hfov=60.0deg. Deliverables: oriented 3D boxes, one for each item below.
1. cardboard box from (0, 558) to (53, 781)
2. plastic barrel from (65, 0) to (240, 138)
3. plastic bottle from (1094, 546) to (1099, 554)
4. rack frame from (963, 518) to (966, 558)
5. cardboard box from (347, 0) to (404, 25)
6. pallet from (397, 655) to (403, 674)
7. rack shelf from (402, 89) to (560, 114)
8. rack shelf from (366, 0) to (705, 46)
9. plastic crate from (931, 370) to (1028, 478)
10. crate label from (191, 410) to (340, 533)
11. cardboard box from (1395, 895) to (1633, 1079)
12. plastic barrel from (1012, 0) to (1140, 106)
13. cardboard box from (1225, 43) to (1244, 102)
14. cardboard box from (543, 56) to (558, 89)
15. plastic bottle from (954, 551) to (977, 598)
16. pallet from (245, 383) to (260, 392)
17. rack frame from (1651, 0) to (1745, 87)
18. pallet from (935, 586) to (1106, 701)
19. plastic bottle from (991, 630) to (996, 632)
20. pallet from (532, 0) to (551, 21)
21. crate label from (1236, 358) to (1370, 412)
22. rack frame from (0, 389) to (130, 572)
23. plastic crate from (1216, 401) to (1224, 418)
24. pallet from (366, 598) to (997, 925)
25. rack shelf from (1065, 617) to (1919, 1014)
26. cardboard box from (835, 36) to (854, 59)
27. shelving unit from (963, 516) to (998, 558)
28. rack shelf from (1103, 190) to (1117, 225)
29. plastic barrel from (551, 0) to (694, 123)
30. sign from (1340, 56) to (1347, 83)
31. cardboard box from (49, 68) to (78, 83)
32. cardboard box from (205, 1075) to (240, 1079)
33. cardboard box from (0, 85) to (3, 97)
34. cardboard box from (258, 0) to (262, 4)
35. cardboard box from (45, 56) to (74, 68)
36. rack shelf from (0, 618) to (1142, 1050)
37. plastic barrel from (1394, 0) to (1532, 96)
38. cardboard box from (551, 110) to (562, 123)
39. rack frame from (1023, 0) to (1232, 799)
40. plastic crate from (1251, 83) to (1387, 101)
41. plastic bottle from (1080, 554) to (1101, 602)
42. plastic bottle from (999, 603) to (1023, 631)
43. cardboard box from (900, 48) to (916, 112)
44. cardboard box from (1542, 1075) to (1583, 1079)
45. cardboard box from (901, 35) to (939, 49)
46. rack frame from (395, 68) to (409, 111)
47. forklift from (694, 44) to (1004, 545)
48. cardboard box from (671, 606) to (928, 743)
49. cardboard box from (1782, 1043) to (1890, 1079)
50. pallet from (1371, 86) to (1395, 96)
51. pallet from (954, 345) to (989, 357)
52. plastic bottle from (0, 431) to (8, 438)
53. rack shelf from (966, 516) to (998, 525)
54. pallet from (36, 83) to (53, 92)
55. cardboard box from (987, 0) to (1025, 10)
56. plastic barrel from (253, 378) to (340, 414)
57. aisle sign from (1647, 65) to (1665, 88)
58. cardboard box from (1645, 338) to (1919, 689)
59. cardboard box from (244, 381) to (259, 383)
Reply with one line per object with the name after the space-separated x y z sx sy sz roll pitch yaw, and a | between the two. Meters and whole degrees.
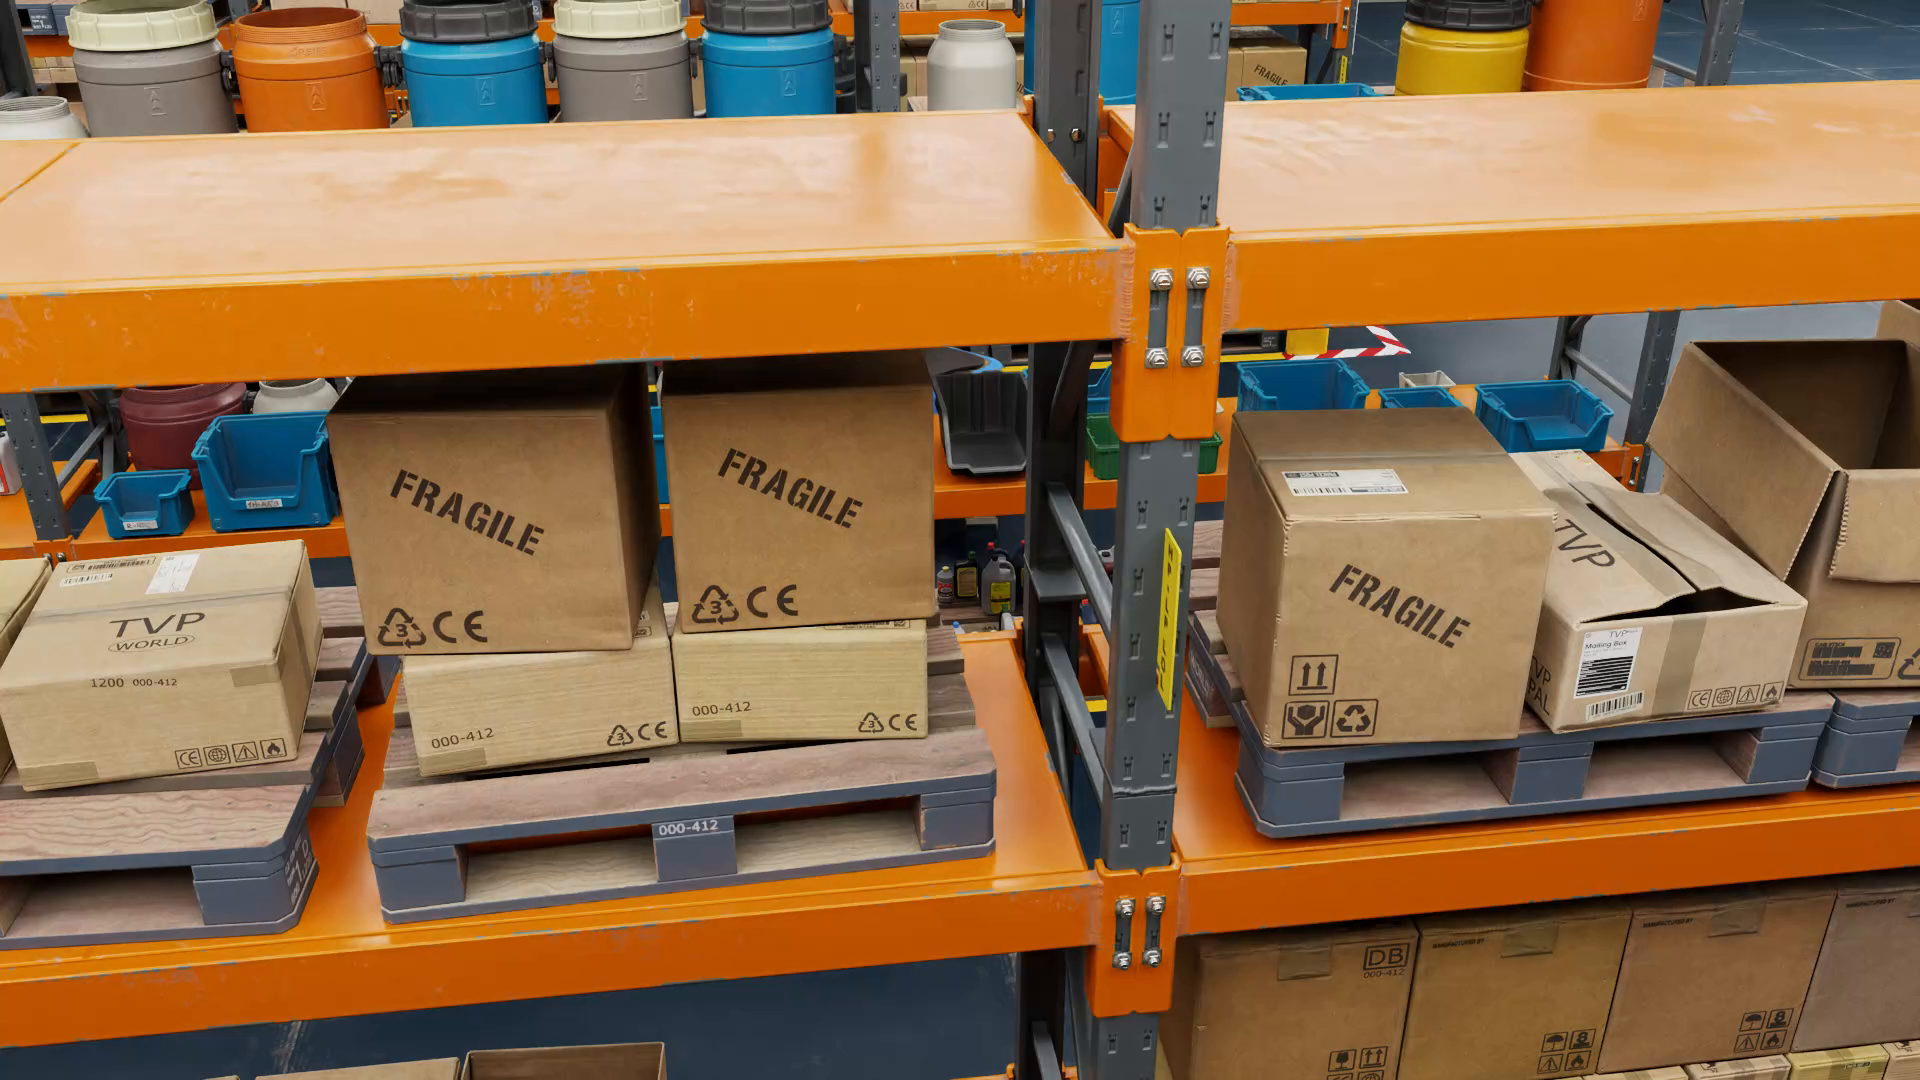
-2.147 0.276 3.345 0.500 0.250 0.500 -4 27 -8 | cardboard box
-3.516 -1.893 7.319 0.600 0.901 0.600 0 27 0 | plastic barrel
0.709 0.143 9.606 0.185 0.351 0.144 -4 27 -7 | plastic bottle
0.029 -0.341 10.429 0.006 0.900 0.240 -1 27 -2 | rack frame
-4.040 -3.836 11.818 0.500 0.250 0.500 -3 27 -6 | cardboard box
-3.587 0.827 8.906 1.213 0.211 1.003 -4 27 -7 | pallet
-3.660 -4.676 17.366 4.000 0.370 1.077 -4 27 -7 | rack shelf
-3.069 -3.762 12.299 4.000 0.370 1.077 -4 27 -7 | rack shelf
0.138 -0.584 8.671 0.504 0.338 0.767 -4 27 -7 | plastic crate
-3.338 -0.338 8.085 0.616 0.435 0.502 -4 27 -7 | crate label
1.227 0.918 4.145 0.500 0.500 0.700 -4 27 -7 | cardboard box
0.602 -2.395 7.838 0.708 0.901 0.600 -4 27 -7 | plastic barrel
1.868 -3.570 12.891 0.500 0.500 0.500 -4 27 -7 | cardboard box
-4.156 -4.886 16.877 0.500 0.500 0.500 -4 27 -7 | cardboard box
0.032 0.197 9.574 0.133 0.283 0.061 -2 27 -5 | plastic bottle
-5.841 -1.364 13.177 1.213 0.211 1.003 -4 27 -7 | pallet
3.563 -3.560 7.830 0.127 3.000 1.000 -4 27 -7 | rack frame
0.272 0.581 9.387 1.213 0.211 1.003 -4 27 -7 | pallet
0.180 0.578 8.921 0.097 0.201 0.097 0 27 0 | plastic bottle
-2.741 -4.068 12.312 1.003 0.211 1.213 -4 27 -7 | pallet
1.778 -0.667 8.725 0.616 0.435 0.502 -4 27 -7 | crate label
-4.359 -0.382 8.208 0.127 3.000 1.000 -4 27 -7 | rack frame
1.174 -0.736 9.188 0.437 0.136 0.530 -4 27 -7 | plastic crate
-0.584 0.416 3.577 1.217 0.209 0.805 -5 28 -9 | pallet
2.268 0.462 4.067 4.000 0.370 1.077 -4 27 -7 | rack shelf
-1.316 -5.219 17.472 0.550 0.550 0.875 -4 27 -7 | cardboard box
0.131 -0.343 10.432 0.210 0.900 0.258 -1 27 -2 | shelving unit
1.582 -1.778 8.431 4.000 0.370 1.077 -4 27 -7 | rack shelf
-1.519 -2.022 7.569 0.600 0.901 0.600 0 27 0 | plastic barrel
2.930 -3.533 12.735 0.005 0.325 0.100 -4 27 -7 | sign
-8.625 -4.542 16.130 0.250 0.149 0.380 -3 27 -7 | cardboard box
-2.014 1.699 4.043 0.500 0.500 0.500 -5 28 -10 | cardboard box
-7.085 -2.986 12.076 0.637 0.503 0.797 -3 27 -5 | cardboard box
-8.897 -6.747 20.778 0.500 0.250 0.500 -4 27 -8 | cardboard box
-8.635 -4.673 16.062 0.250 0.149 0.380 -3 27 -6 | cardboard box
-1.693 0.716 3.571 4.000 0.370 1.077 -4 27 -7 | rack shelf
2.451 -2.366 8.123 0.600 0.588 0.600 0 27 0 | plastic barrel
-2.792 -2.956 12.652 0.637 0.503 0.797 -1 27 -2 | cardboard box
0.288 -1.066 2.970 0.127 3.000 1.000 -4 27 -7 | rack frame
1.716 -1.960 8.017 0.575 0.384 0.392 -4 27 -7 | plastic crate
0.749 0.217 9.534 0.133 0.283 0.061 -4 27 -7 | plastic bottle
0.279 0.474 9.035 0.133 0.283 0.061 -4 27 -7 | plastic bottle
-0.607 -3.410 12.580 0.500 0.500 0.500 -4 27 -7 | cardboard box
1.344 1.290 4.129 0.250 0.149 0.380 -4 27 -8 | cardboard box
-0.186 -3.682 13.110 0.500 0.500 0.500 -4 27 -7 | cardboard box
-5.640 -4.869 16.954 0.127 3.000 1.000 -4 27 -7 | rack frame
-1.184 -1.733 10.916 3.031 2.935 1.130 19 33 33 | forklift
-0.324 0.184 3.525 0.500 0.250 0.500 -1 27 -2 | cardboard box
2.114 1.241 4.226 0.250 0.149 0.380 -4 27 -8 | cardboard box
2.730 -2.133 8.542 1.213 0.211 1.003 -4 27 -7 | pallet
-0.428 -1.693 13.819 1.213 0.211 1.003 -4 27 -7 | pallet
-4.833 -0.445 8.467 0.135 0.276 0.152 -4 27 -7 | plastic bottle
0.131 -0.153 10.530 0.200 0.077 0.258 -1 27 -2 | rack shelf
-8.824 -4.512 16.469 1.213 0.211 1.003 -4 27 -7 | pallet
0.410 -4.118 12.369 0.500 0.250 0.500 -5 28 -9 | cardboard box
-3.370 -0.593 8.498 0.421 0.512 0.421 0 27 0 | plastic barrel
3.593 -2.184 8.873 0.004 0.787 0.394 -4 27 -7 | aisle sign
1.936 -0.074 3.596 0.637 0.503 0.797 -1 27 -1 | cardboard box
-5.736 -1.828 12.894 0.875 0.875 1.225 -5 28 -10 | cardboard box
